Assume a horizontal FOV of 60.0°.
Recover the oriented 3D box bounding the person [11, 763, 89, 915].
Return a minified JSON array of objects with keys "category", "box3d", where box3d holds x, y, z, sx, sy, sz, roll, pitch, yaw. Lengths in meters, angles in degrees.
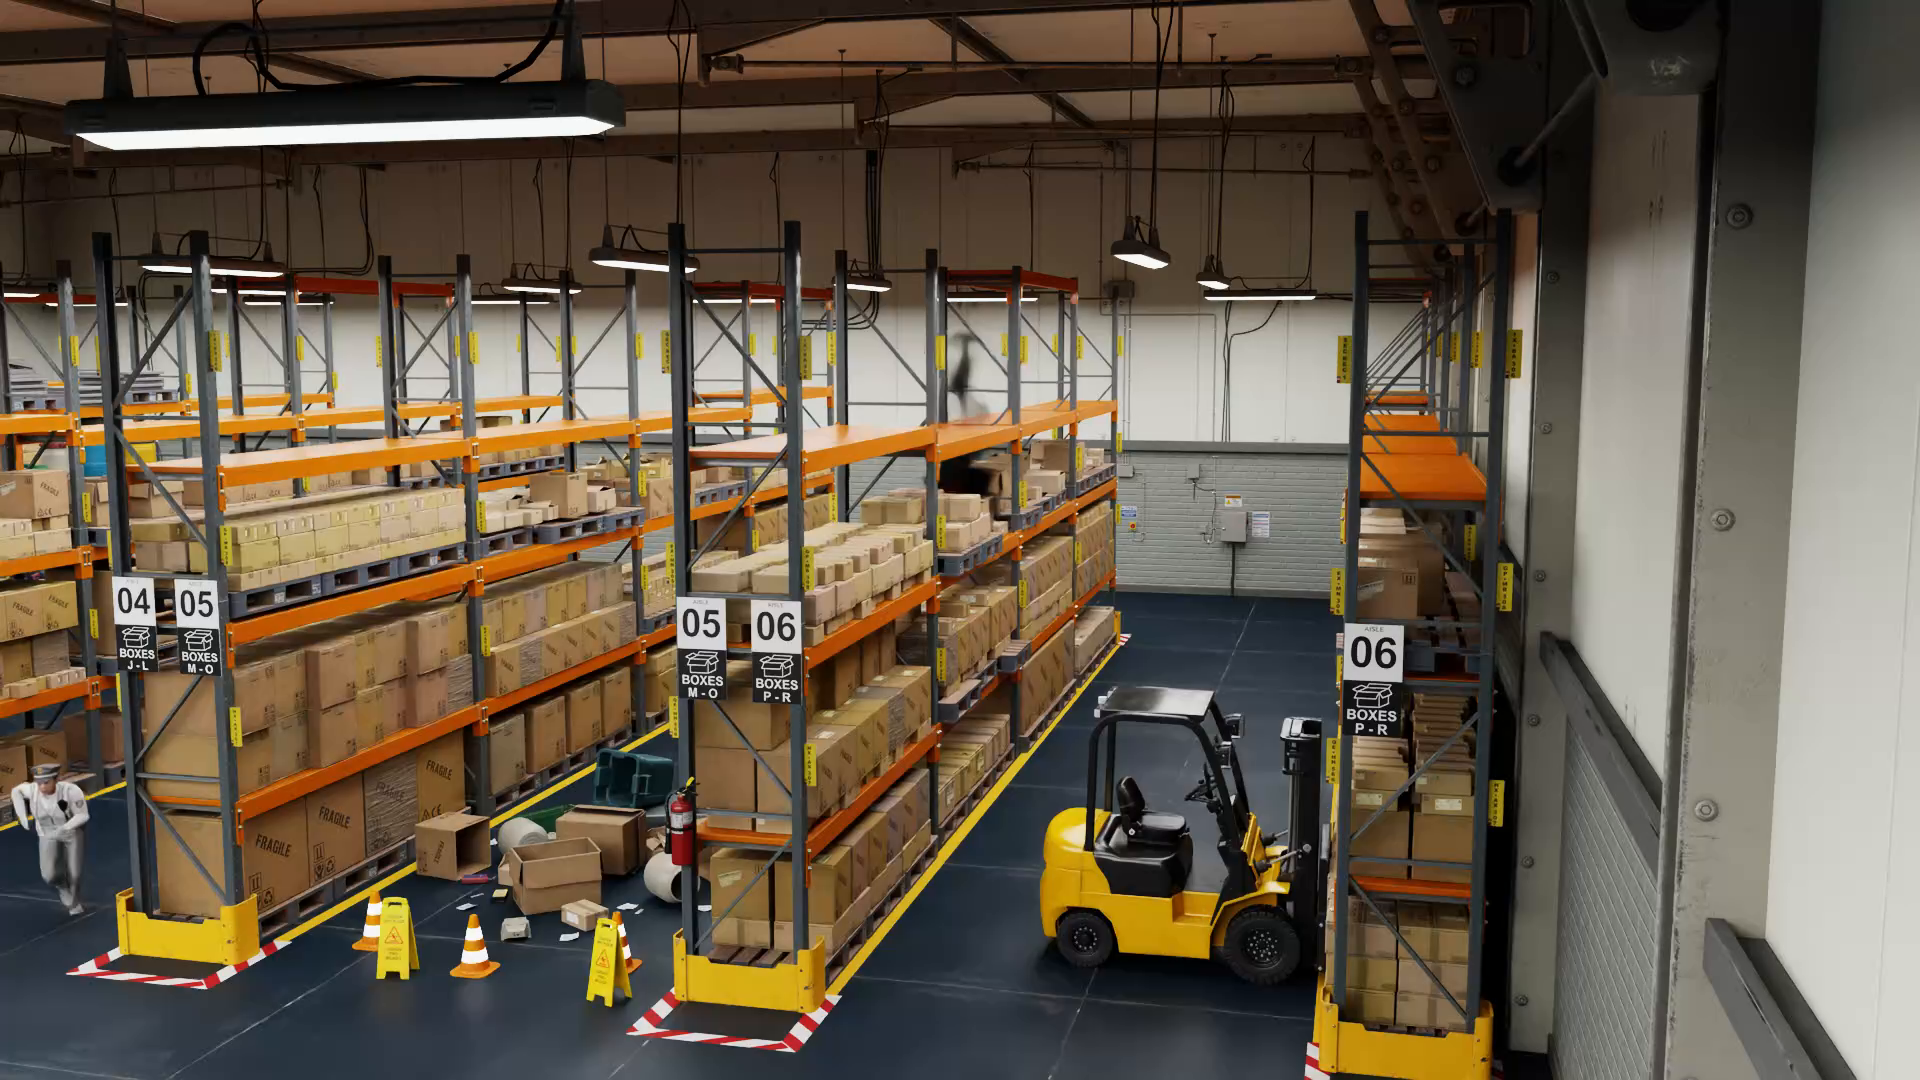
[{"category":"person","box3d":[-7.996,2.649,14.652,0.645,1.496,0.819,-2,7,-15]}]
